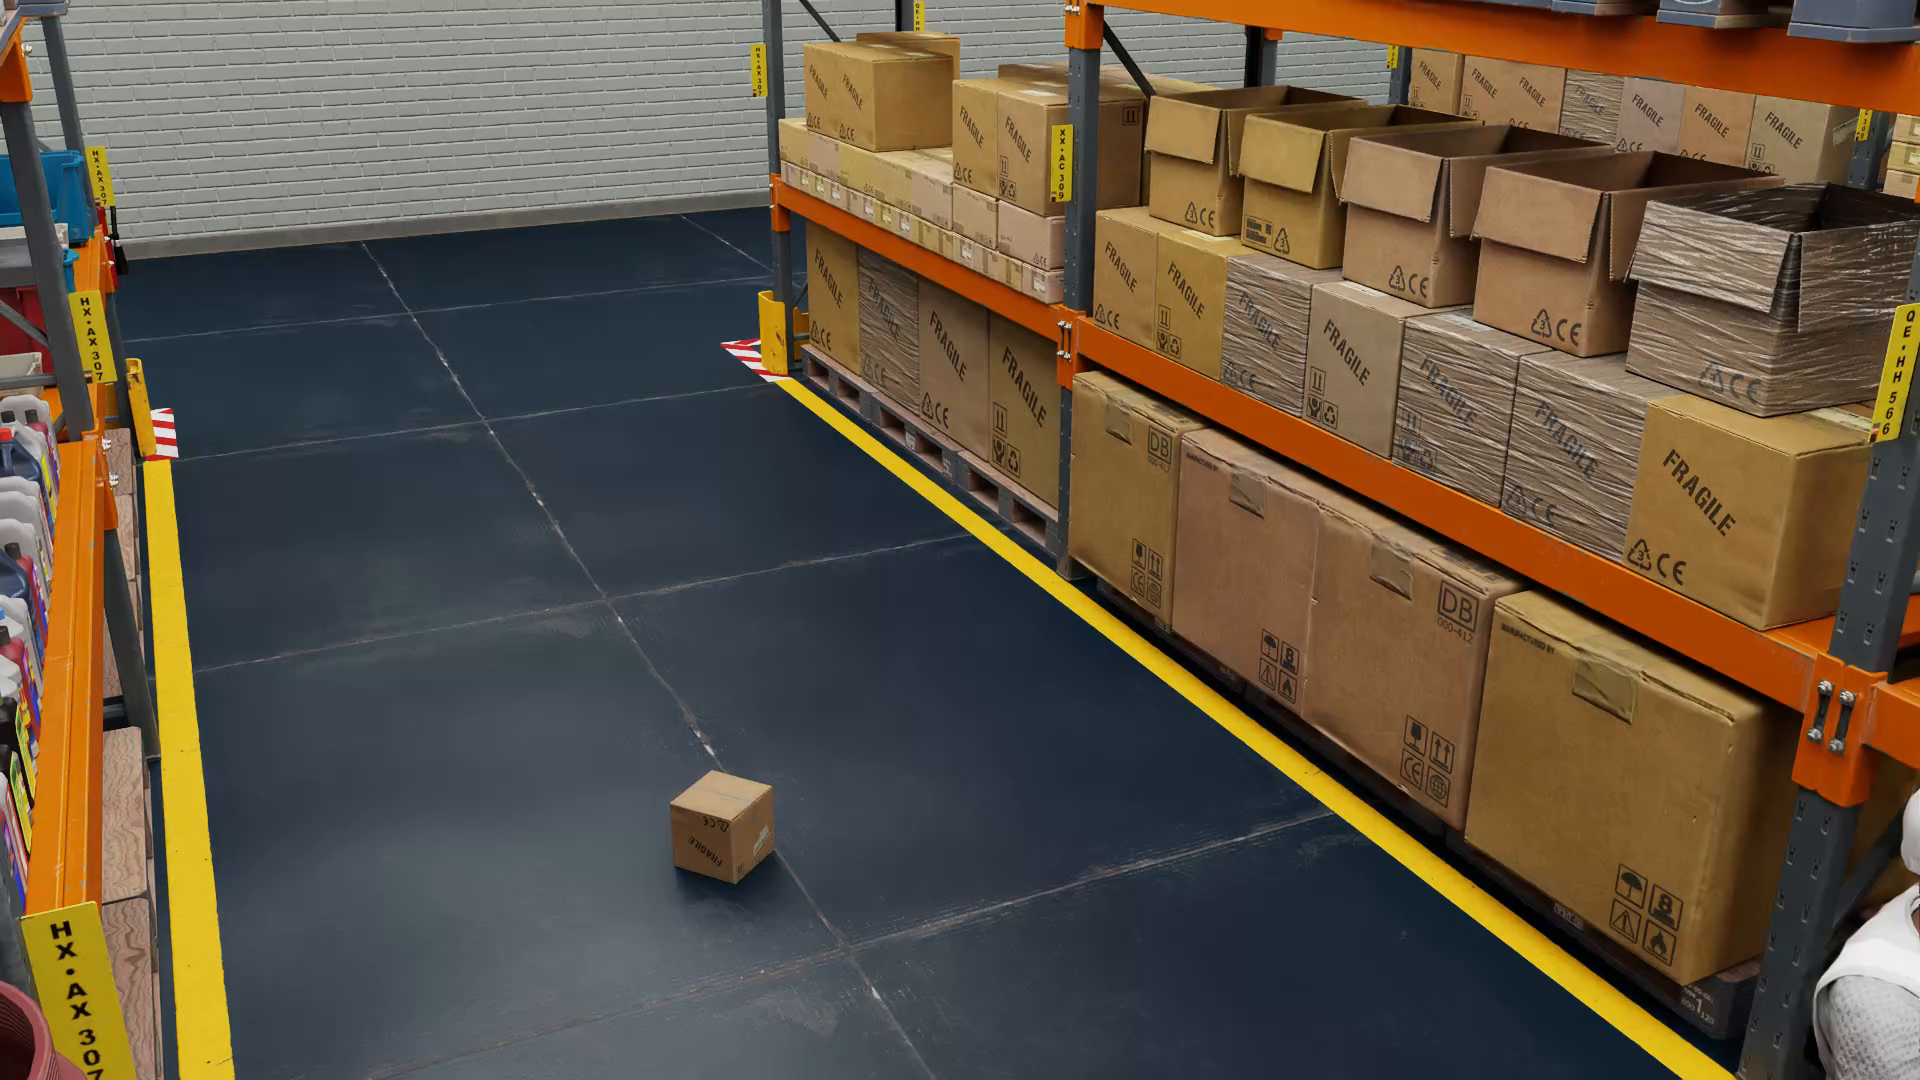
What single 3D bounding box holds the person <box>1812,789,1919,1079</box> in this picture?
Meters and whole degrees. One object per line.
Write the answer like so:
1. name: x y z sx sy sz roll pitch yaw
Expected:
1. person: 1.704 1.253 2.970 0.550 1.842 0.492 -15 26 -33
